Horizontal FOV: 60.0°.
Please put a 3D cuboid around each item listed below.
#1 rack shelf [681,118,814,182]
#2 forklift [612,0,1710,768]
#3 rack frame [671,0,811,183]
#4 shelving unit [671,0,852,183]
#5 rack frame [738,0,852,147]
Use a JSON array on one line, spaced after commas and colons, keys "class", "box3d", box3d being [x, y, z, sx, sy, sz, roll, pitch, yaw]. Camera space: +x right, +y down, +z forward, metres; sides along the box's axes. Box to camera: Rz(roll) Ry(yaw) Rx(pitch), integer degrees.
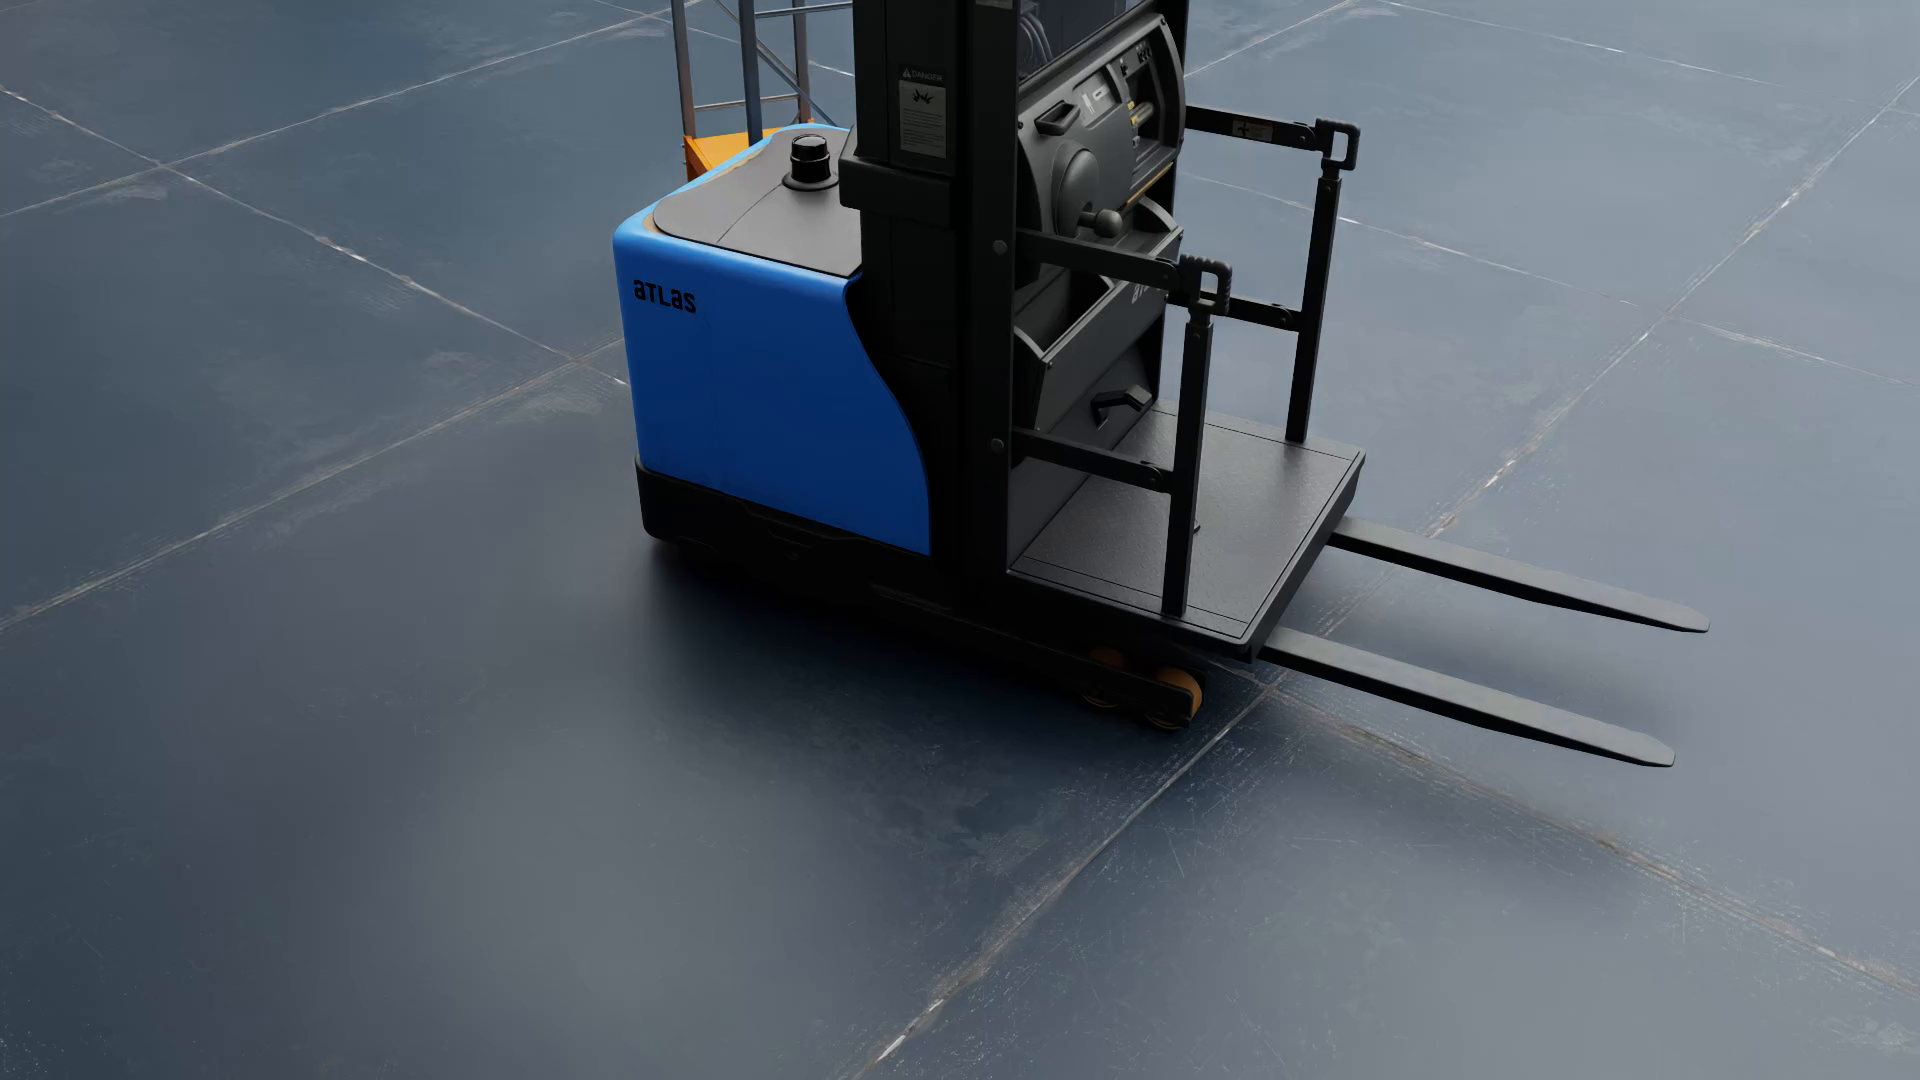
[{"class": "rack shelf", "box3d": [-0.631, -1.252, 6.066, 0.538, 0.185, 1.000, -12, 36, -17]}, {"class": "forklift", "box3d": [0.555, -1.041, 4.177, 3.031, 2.935, 1.130, 17, 38, 23]}, {"class": "rack frame", "box3d": [-0.816, -1.668, 6.355, 0.500, 1.500, 0.032, -12, 36, -17]}, {"class": "shelving unit", "box3d": [-0.634, -1.405, 5.971, 0.587, 1.500, 1.083, -12, 36, -17]}, {"class": "rack frame", "box3d": [-0.446, -1.132, 5.574, 0.500, 1.500, 0.032, -12, 36, -17]}]
